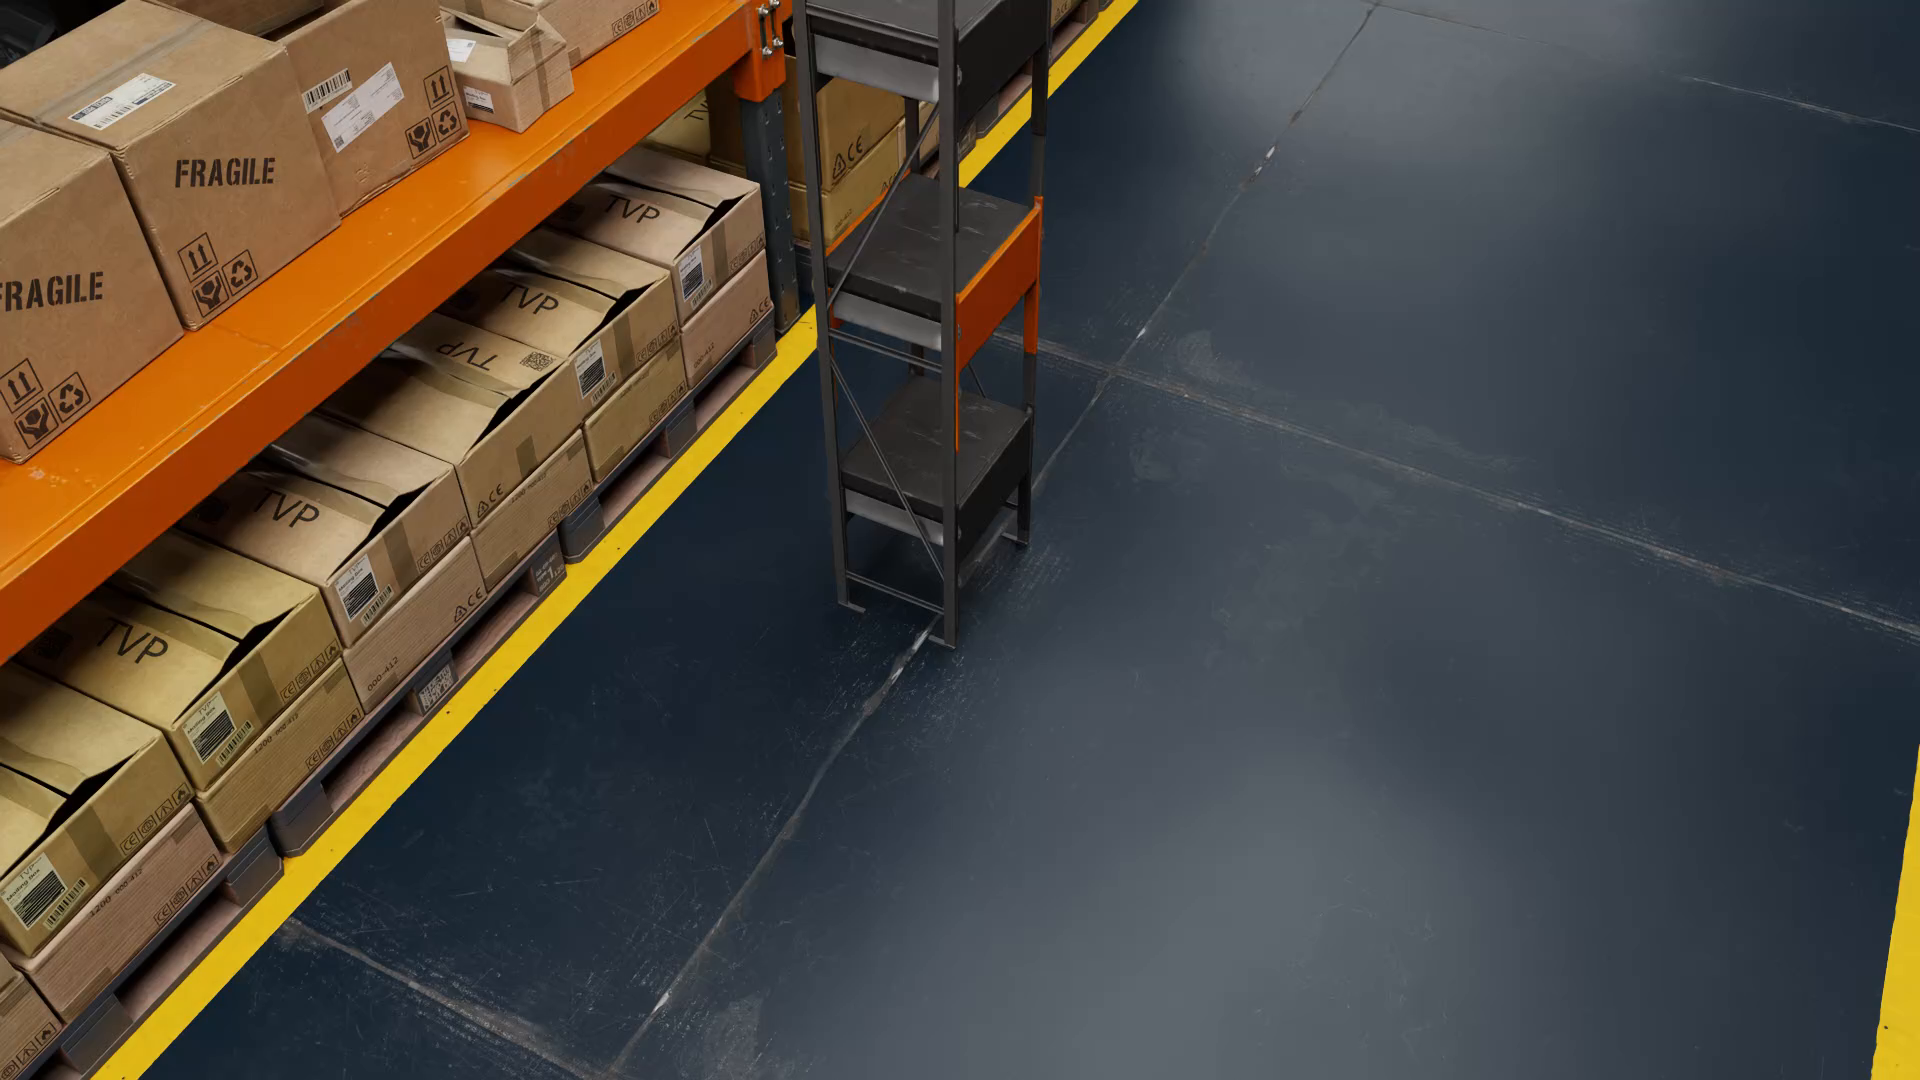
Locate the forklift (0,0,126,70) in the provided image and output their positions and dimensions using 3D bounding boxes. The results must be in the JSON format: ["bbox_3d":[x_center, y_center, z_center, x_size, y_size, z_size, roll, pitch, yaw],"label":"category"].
[{"bbox_3d":[-3.468,-2.034,5.199,1.130,2.935,3.031,27,51,24],"label":"forklift"}]

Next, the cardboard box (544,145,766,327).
[{"bbox_3d":[-0.984,-1.019,5.392,0.500,0.311,0.500,20,49,19],"label":"cardboard box"}]

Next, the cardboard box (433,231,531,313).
[{"bbox_3d":[-1.699,-0.877,5.251,0.500,0.311,0.500,20,49,19],"label":"cardboard box"}]

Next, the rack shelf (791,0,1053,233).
[{"bbox_3d":[-0.077,-1.116,3.912,0.431,0.518,0.480,20,49,19],"label":"rack shelf"}]

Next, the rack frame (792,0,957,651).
[{"bbox_3d":[-0.190,-0.480,4.248,0.400,2.100,0.015,20,49,19],"label":"rack frame"}]

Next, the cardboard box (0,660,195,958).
[{"bbox_3d":[-2.167,0.585,3.807,0.500,0.311,0.500,19,48,18],"label":"cardboard box"}]

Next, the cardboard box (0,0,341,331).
[{"bbox_3d":[-1.897,-0.900,3.960,0.500,0.500,0.500,21,49,19],"label":"cardboard box"}]

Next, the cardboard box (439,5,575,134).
[{"bbox_3d":[-1.295,-1.329,4.549,0.396,0.266,0.258,19,48,18],"label":"cardboard box"}]

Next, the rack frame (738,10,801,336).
[{"bbox_3d":[-1.049,-1.990,5.108,1.000,3.000,0.127,20,49,19],"label":"rack frame"}]

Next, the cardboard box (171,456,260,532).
[{"bbox_3d":[-2.174,-0.222,4.604,0.500,0.311,0.500,22,49,20],"label":"cardboard box"}]

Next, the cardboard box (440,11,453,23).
[{"bbox_3d":[-1.642,-1.411,4.713,0.380,0.149,0.250,20,49,19],"label":"cardboard box"}]

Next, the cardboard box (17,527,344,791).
[{"bbox_3d":[-1.928,0.264,4.124,0.500,0.311,0.500,19,48,18],"label":"cardboard box"}]

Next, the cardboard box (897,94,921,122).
[{"bbox_3d":[-0.332,-1.941,6.171,0.500,0.500,0.500,20,49,19],"label":"cardboard box"}]

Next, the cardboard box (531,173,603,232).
[{"bbox_3d":[-1.462,-1.191,5.561,0.500,0.311,0.500,21,49,19],"label":"cardboard box"}]

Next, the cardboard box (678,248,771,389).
[{"bbox_3d":[-0.985,-0.815,5.584,0.500,0.250,0.500,20,49,19],"label":"cardboard box"}]

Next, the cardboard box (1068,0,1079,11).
[{"bbox_3d":[0.368,-2.621,7.370,0.500,0.250,0.500,20,49,19],"label":"cardboard box"}]

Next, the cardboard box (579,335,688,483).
[{"bbox_3d":[-1.222,-0.497,5.270,0.500,0.250,0.500,20,49,18],"label":"cardboard box"}]

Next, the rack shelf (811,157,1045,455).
[{"bbox_3d":[-0.077,-0.624,4.410,0.431,0.518,0.480,20,49,19],"label":"rack shelf"}]

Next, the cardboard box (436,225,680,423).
[{"bbox_3d":[-1.219,-0.689,5.066,0.500,0.311,0.500,22,49,20],"label":"cardboard box"}]

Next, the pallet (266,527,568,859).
[{"bbox_3d":[-1.922,0.238,4.866,1.003,0.211,1.213,20,49,19],"label":"pallet"}]

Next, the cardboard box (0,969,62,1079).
[{"bbox_3d":[-2.403,1.115,3.677,0.500,0.250,0.500,20,49,19],"label":"cardboard box"}]

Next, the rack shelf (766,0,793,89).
[{"bbox_3d":[-0.121,-2.998,6.609,1.077,0.370,4.000,20,49,19],"label":"rack shelf"}]

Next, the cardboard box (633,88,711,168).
[{"bbox_3d":[-1.028,-1.536,6.297,0.500,0.250,0.500,20,49,19],"label":"cardboard box"}]

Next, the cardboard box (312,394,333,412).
[{"bbox_3d":[-1.938,-0.550,4.929,0.500,0.311,0.500,19,48,18],"label":"cardboard box"}]

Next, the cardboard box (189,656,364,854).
[{"bbox_3d":[-1.934,0.469,4.316,0.500,0.250,0.500,19,48,18],"label":"cardboard box"}]

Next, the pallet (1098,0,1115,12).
[{"bbox_3d":[0.489,-3.035,8.101,1.003,0.211,1.213,20,49,19],"label":"pallet"}]

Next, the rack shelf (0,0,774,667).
[{"bbox_3d":[-1.978,-0.478,4.119,1.077,0.370,4.000,20,49,19],"label":"rack shelf"}]

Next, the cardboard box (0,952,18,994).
[{"bbox_3d":[-2.403,0.918,3.477,0.500,0.311,0.500,22,49,20],"label":"cardboard box"}]

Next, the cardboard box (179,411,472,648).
[{"bbox_3d":[-1.690,-0.060,4.444,0.500,0.311,0.500,20,49,19],"label":"cardboard box"}]

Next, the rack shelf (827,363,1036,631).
[{"bbox_3d":[-0.077,-0.132,4.908,0.431,0.518,0.480,20,49,19],"label":"rack shelf"}]

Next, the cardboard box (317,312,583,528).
[{"bbox_3d":[-1.453,-0.375,4.756,0.500,0.311,0.500,20,49,19],"label":"cardboard box"}]

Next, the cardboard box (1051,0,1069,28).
[{"bbox_3d":[0.134,-2.307,7.059,0.500,0.250,0.500,20,49,19],"label":"cardboard box"}]

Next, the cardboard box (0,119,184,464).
[{"bbox_3d":[-2.142,-0.568,3.632,0.500,0.500,0.500,18,48,17],"label":"cardboard box"}]

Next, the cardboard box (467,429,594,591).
[{"bbox_3d":[-1.459,-0.174,4.951,0.500,0.250,0.500,21,49,20],"label":"cardboard box"}]

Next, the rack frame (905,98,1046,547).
[{"bbox_3d":[0.036,-0.788,4.552,0.400,2.100,0.015,20,49,19],"label":"rack frame"}]

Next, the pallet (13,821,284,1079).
[{"bbox_3d":[-2.490,1.004,4.109,1.003,0.211,1.213,20,49,19],"label":"pallet"}]

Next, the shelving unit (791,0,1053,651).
[{"bbox_3d":[-0.077,-0.634,4.400,0.431,2.100,0.503,20,49,19],"label":"shelving unit"}]

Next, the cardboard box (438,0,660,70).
[{"bbox_3d":[-1.239,-1.613,4.841,0.500,0.250,0.500,23,50,21],"label":"cardboard box"}]

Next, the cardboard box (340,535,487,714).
[{"bbox_3d":[-1.696,0.146,4.635,0.500,0.250,0.500,21,49,20],"label":"cardboard box"}]

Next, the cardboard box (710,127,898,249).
[{"bbox_3d":[-0.566,-1.364,6.127,0.500,0.250,0.500,20,49,19],"label":"cardboard box"}]

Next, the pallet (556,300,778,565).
[{"bbox_3d":[-1.357,-0.533,5.629,1.003,0.211,1.213,20,49,19],"label":"pallet"}]

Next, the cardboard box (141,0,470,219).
[{"bbox_3d":[-1.665,-1.215,4.272,0.500,0.500,0.500,24,50,22],"label":"cardboard box"}]

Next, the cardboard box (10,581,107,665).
[{"bbox_3d":[-2.409,0.093,4.292,0.500,0.311,0.500,20,49,19],"label":"cardboard box"}]

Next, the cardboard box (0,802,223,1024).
[{"bbox_3d":[-2.170,0.798,3.990,0.500,0.250,0.500,19,48,18],"label":"cardboard box"}]

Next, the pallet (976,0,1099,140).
[{"bbox_3d":[-0.078,-2.269,7.344,1.003,0.211,1.213,20,49,19],"label":"pallet"}]

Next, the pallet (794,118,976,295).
[{"bbox_3d":[-0.643,-1.497,6.581,1.003,0.211,1.213,20,49,19],"label":"pallet"}]

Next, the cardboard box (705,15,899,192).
[{"bbox_3d":[-0.557,-1.624,5.857,0.500,0.500,0.500,20,49,19],"label":"cardboard box"}]

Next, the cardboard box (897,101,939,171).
[{"bbox_3d":[-0.329,-1.677,6.436,0.500,0.250,0.500,20,49,19],"label":"cardboard box"}]
